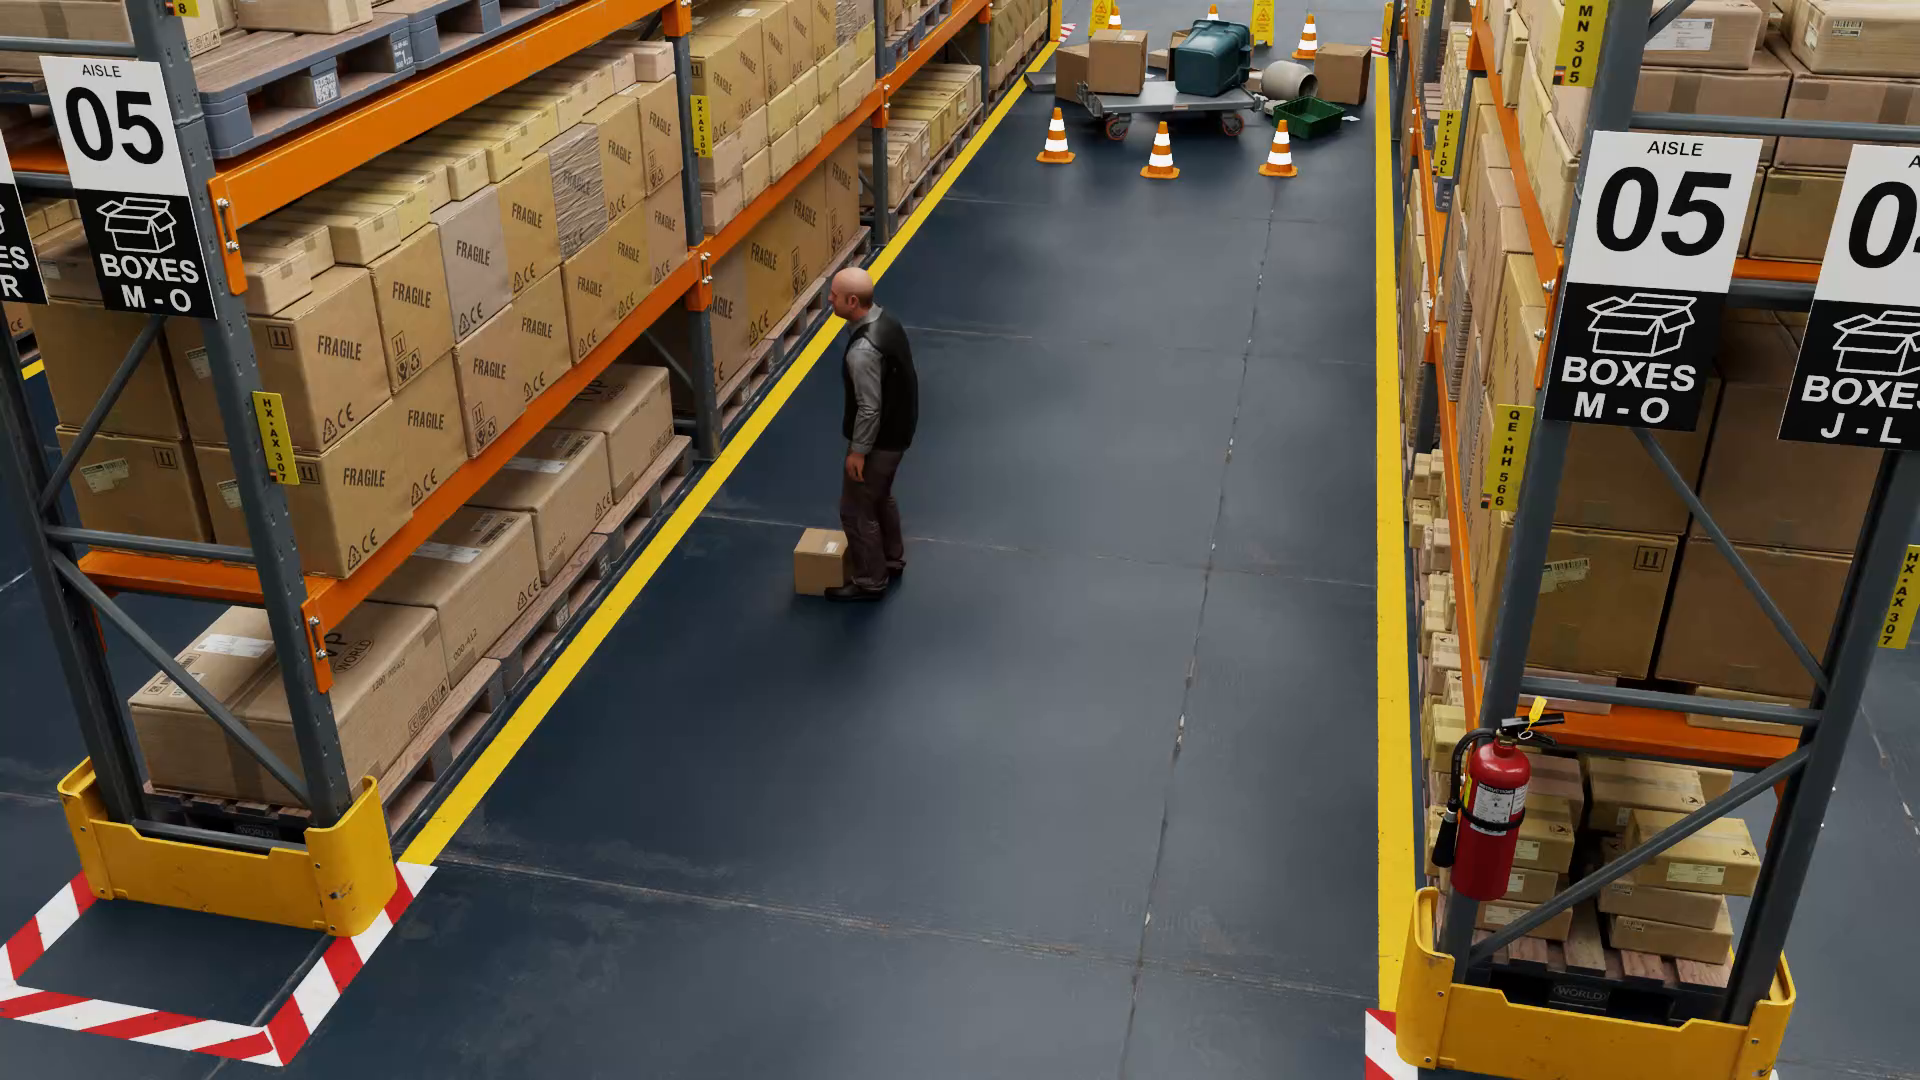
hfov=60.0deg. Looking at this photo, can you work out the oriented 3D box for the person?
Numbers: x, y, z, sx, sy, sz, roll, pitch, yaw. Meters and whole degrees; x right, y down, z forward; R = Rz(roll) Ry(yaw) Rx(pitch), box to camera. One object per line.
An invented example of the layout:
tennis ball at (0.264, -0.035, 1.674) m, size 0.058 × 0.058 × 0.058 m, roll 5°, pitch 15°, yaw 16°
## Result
person at (-0.438, -0.502, 8.071) m, size 0.474 × 1.720 × 0.593 m, roll 4°, pitch 29°, yaw 7°
